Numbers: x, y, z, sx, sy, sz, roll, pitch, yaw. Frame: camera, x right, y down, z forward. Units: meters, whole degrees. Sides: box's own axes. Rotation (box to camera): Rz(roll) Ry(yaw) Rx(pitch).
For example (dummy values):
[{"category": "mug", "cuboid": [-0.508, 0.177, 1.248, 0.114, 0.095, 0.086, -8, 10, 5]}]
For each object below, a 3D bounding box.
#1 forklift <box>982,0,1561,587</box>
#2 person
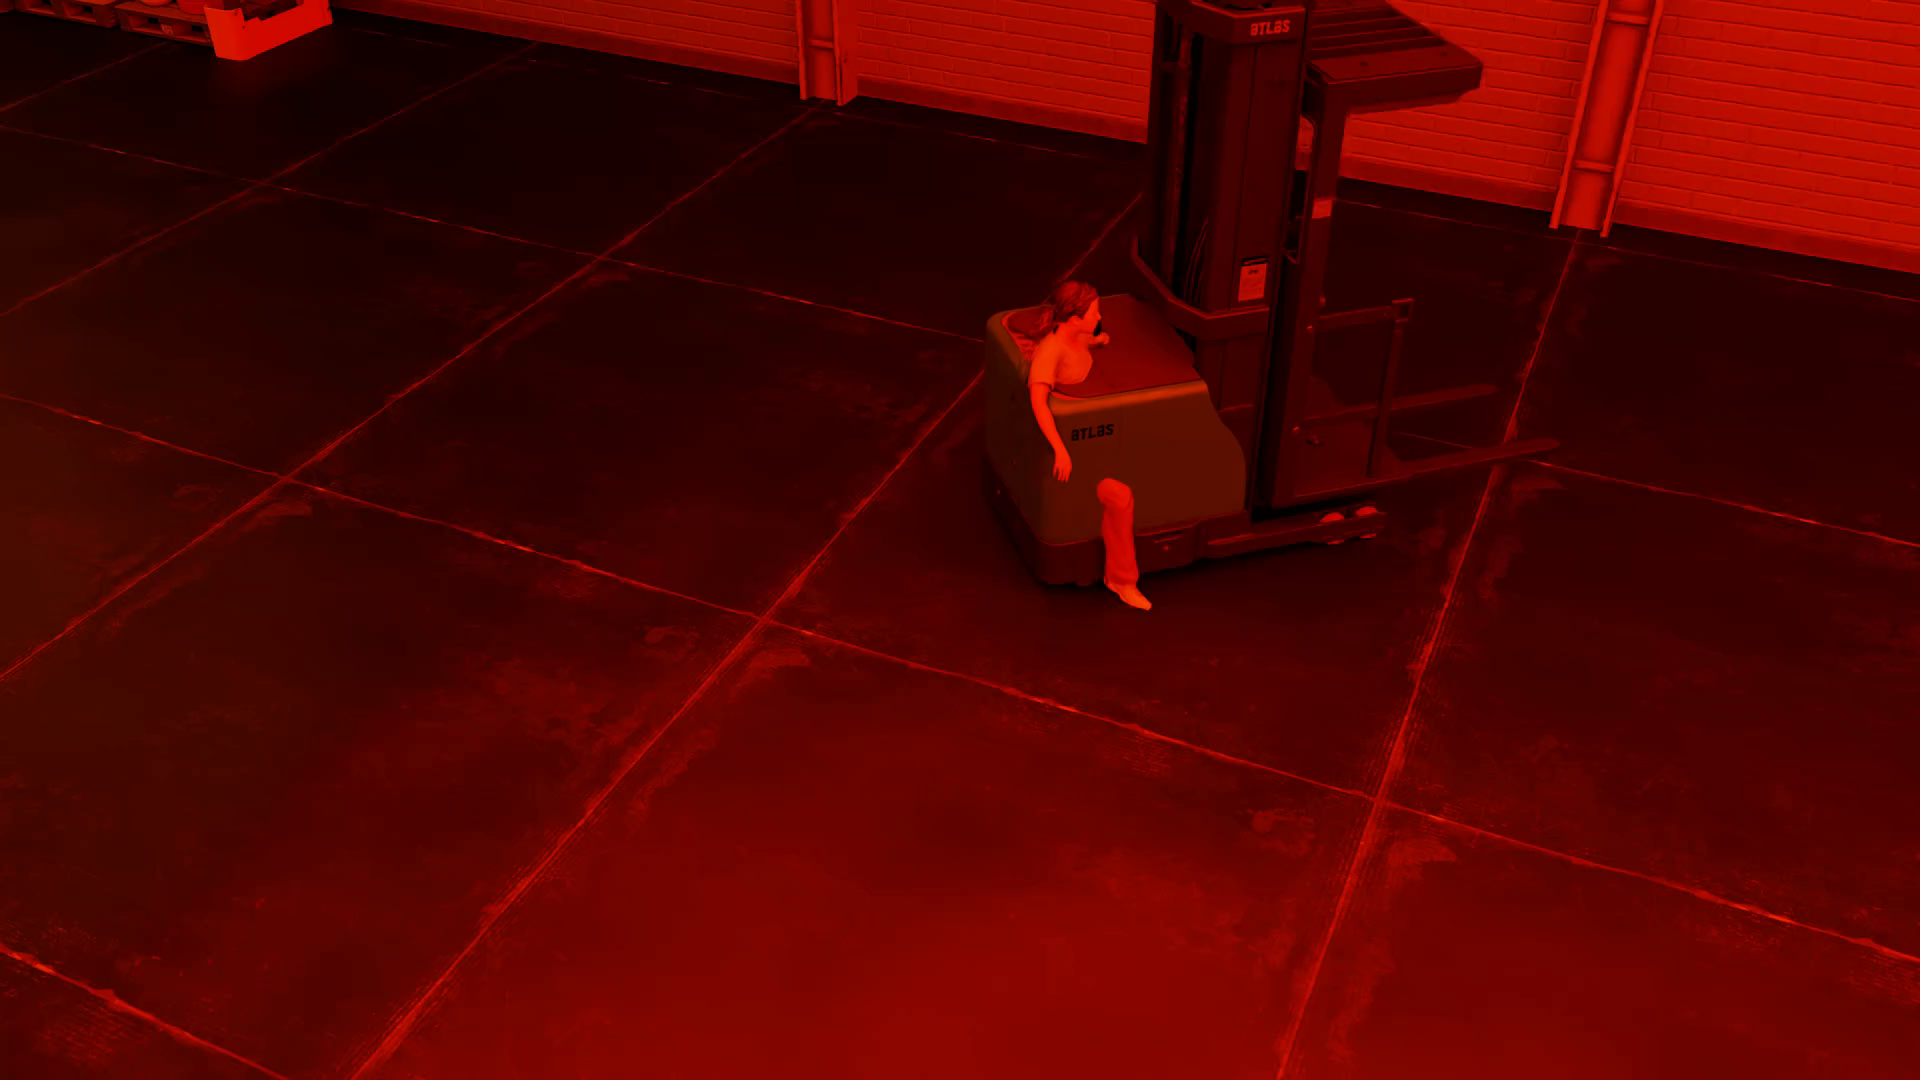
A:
[{"category": "forklift", "cuboid": [1.692, -1.450, 8.120, 3.031, 2.935, 1.130, -10, 37, -14]}, {"category": "person", "cuboid": [0.664, -0.464, 7.986, 0.716, 1.549, 0.874, 9, 36, 12]}]
